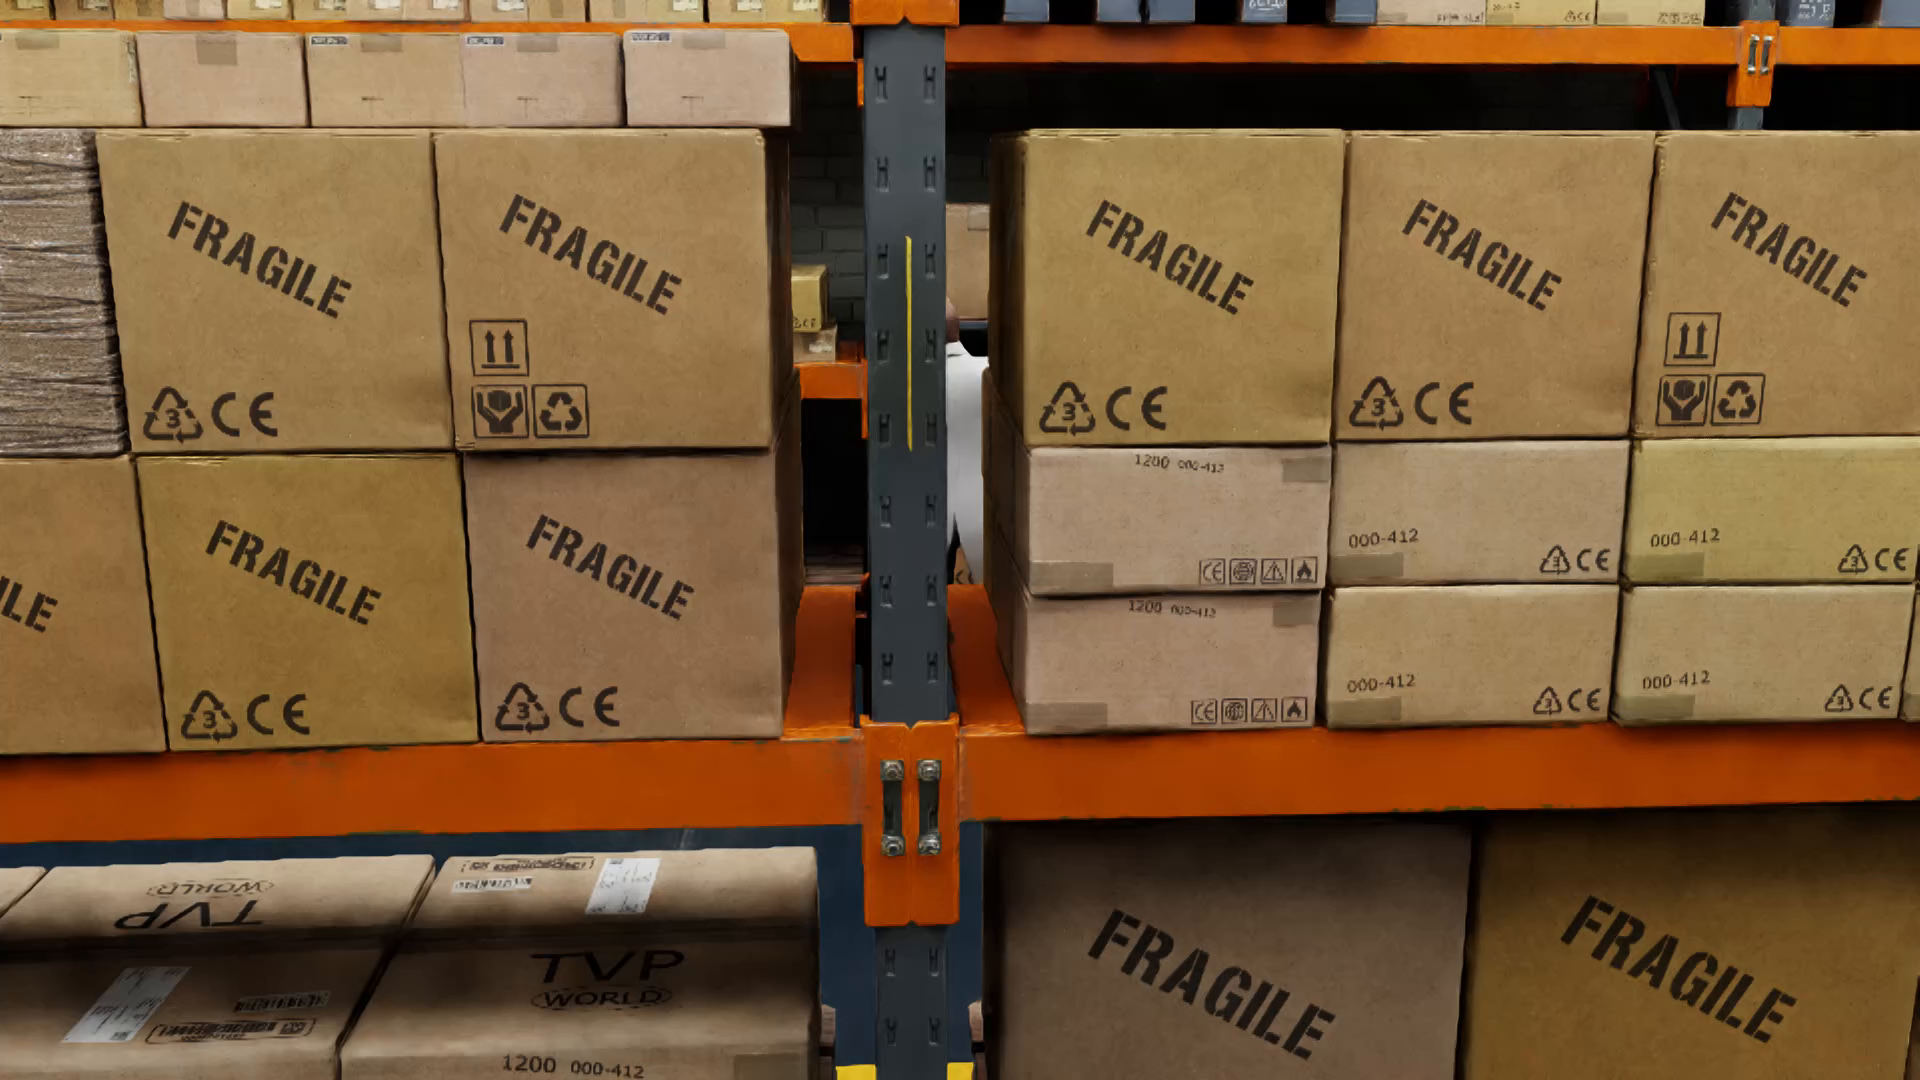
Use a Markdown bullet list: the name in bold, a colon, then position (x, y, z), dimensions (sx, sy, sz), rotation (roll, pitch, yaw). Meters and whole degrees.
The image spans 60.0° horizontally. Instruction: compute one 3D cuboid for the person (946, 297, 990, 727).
- **person**: position (0.017, -0.073, 6.401), dimensions (0.682, 1.774, 0.619), rotation (-1, 13, -2)
